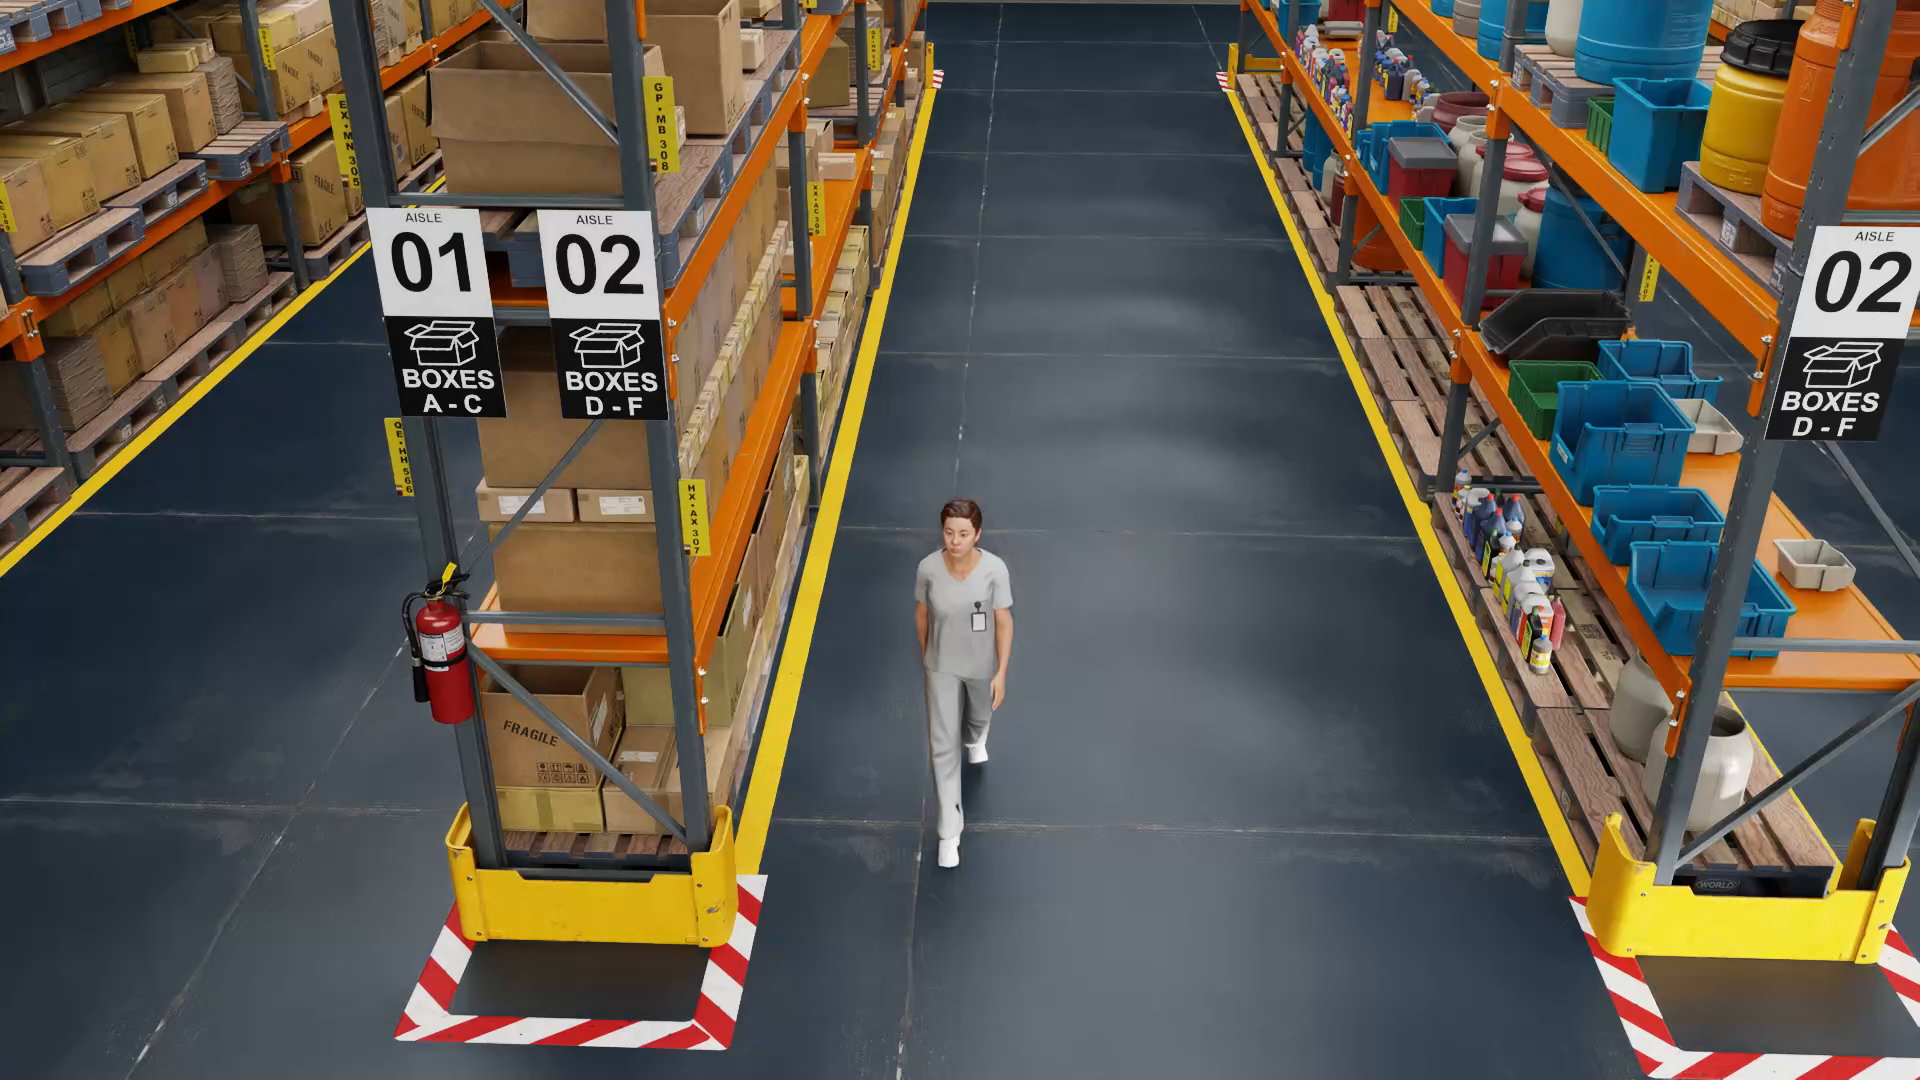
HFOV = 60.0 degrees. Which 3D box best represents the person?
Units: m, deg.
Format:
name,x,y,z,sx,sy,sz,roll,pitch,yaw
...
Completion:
name,x,y,z,sx,sy,sz,roll,pitch,yaw
person,0.016,0.560,7.580,0.444,1.620,1.053,-1,28,-1
